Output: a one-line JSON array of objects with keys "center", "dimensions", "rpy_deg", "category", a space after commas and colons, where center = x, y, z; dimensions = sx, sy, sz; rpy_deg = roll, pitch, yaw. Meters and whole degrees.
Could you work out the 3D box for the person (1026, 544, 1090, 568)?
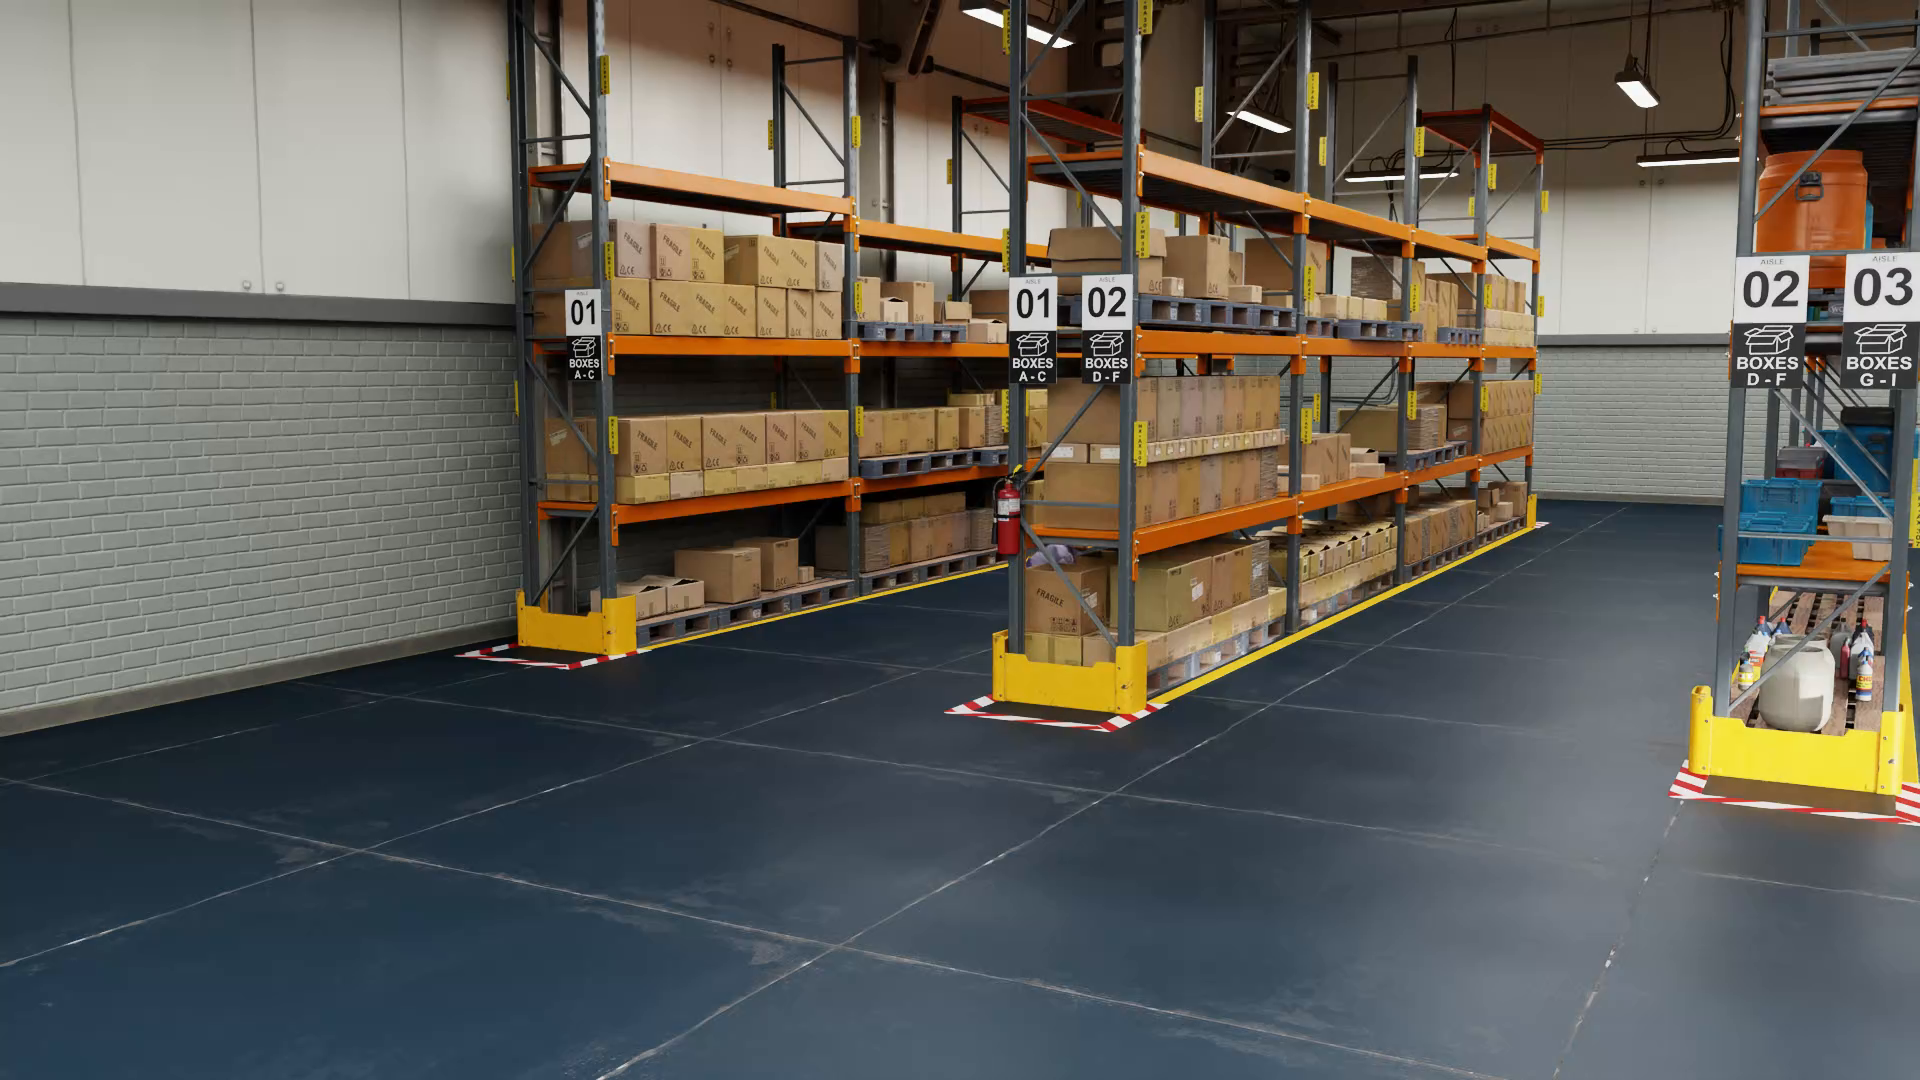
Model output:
[{"center": [1.010, 0.330, 16.763], "dimensions": [0.854, 0.940, 0.510], "rpy_deg": [3, 7, 27], "category": "person"}]
